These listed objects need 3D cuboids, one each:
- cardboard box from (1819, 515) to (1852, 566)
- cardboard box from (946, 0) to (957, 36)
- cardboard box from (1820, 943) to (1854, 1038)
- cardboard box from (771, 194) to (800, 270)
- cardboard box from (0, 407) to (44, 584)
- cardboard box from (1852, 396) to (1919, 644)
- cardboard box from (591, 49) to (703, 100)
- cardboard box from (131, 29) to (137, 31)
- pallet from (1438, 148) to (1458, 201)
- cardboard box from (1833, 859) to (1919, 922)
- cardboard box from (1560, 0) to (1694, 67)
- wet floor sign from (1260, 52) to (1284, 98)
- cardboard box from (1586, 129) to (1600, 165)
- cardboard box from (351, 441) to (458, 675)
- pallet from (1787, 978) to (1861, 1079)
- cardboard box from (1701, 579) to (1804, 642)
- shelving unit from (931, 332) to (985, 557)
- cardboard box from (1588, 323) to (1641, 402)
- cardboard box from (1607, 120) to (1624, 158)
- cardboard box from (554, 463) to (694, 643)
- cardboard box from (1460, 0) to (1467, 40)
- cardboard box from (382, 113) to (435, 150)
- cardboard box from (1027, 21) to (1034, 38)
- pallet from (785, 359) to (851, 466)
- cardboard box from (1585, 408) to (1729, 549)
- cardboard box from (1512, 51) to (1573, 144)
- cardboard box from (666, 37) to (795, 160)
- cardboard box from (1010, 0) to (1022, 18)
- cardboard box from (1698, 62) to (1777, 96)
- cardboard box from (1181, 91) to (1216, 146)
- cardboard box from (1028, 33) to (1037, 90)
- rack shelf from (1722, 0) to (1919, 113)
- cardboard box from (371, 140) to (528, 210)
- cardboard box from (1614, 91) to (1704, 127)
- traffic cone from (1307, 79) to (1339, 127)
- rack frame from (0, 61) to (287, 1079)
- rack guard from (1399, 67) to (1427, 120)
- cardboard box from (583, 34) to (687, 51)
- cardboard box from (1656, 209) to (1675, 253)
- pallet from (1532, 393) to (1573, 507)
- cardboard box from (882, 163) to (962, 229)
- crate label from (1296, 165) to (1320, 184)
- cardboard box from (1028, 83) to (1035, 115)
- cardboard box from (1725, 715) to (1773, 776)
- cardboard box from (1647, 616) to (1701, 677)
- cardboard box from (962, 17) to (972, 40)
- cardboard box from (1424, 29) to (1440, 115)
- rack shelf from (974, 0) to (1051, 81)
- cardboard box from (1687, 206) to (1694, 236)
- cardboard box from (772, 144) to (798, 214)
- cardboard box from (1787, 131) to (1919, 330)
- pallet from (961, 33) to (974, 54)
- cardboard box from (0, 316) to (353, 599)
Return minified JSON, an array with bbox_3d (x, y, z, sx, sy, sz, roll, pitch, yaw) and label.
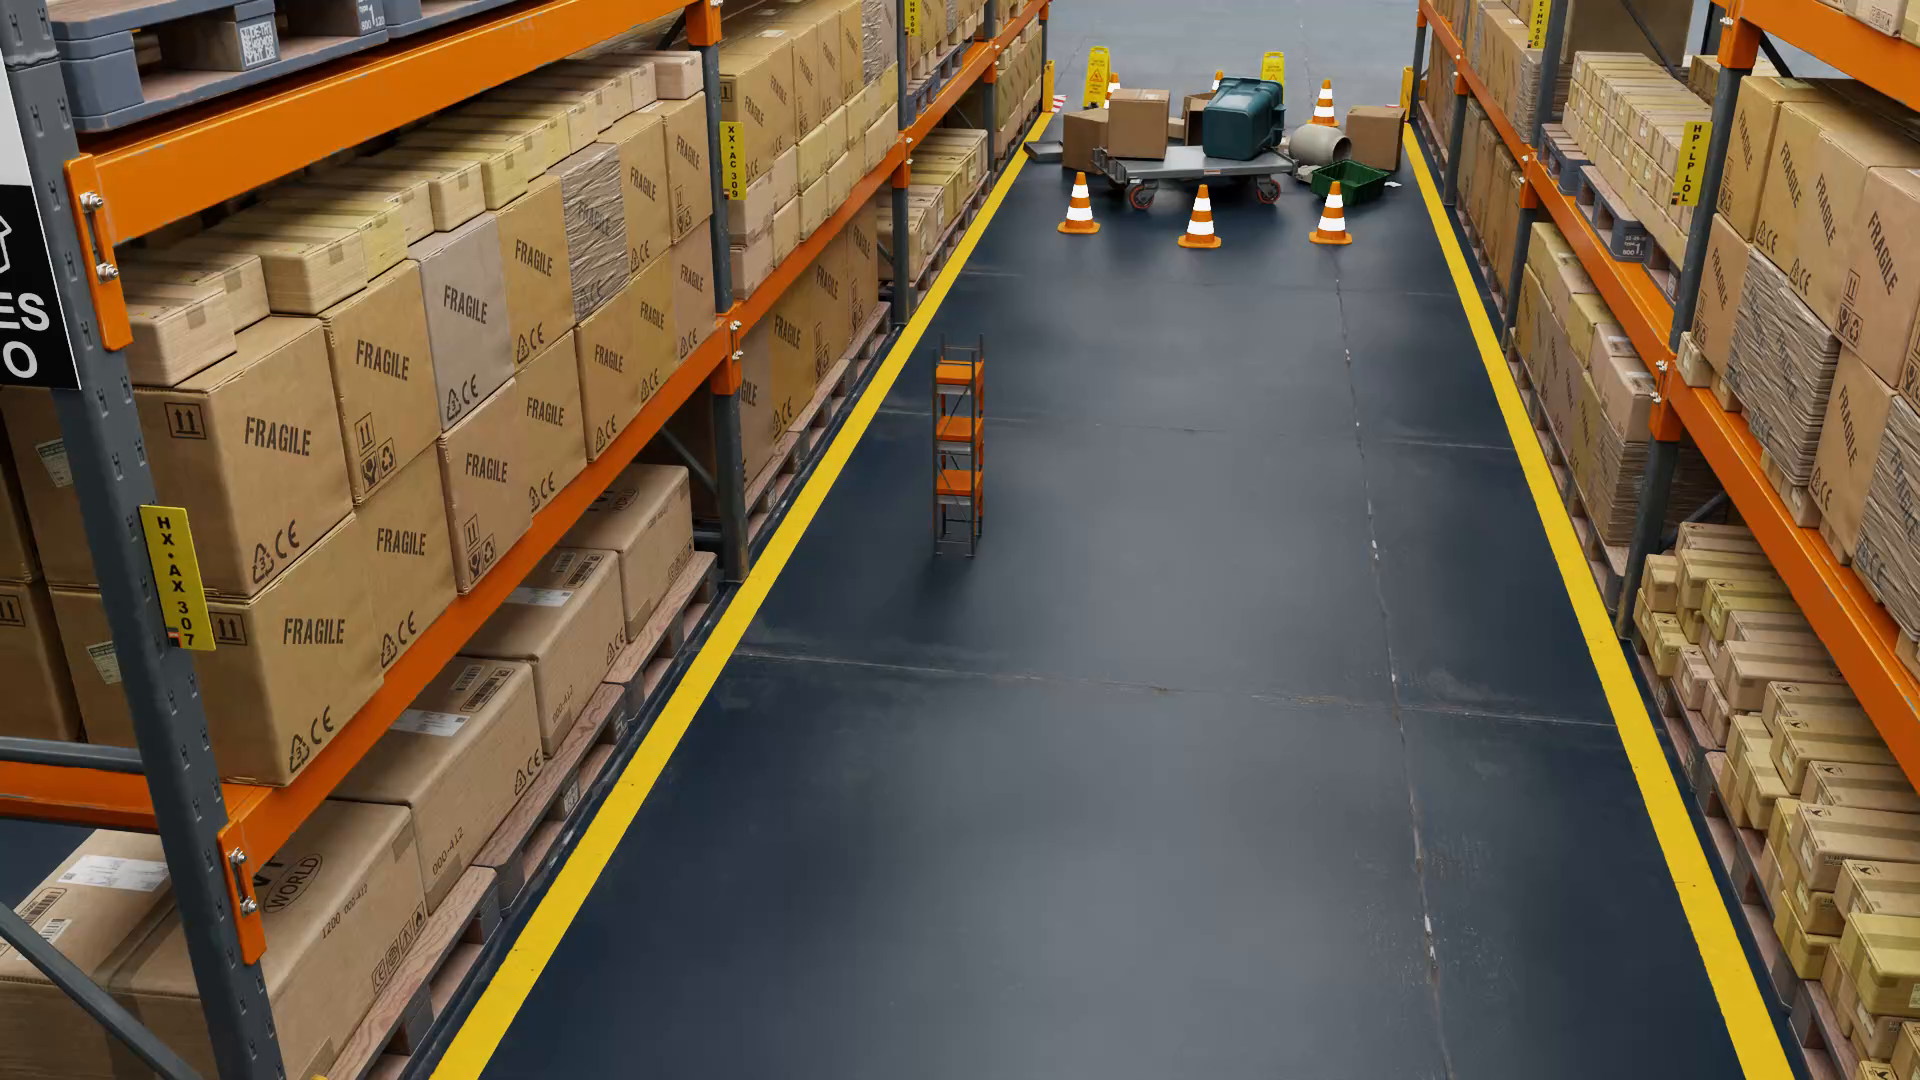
[{"bbox_3d":[2.863,-0.025,5.062,0.380,0.149,0.250,5,26,10],"label":"cardboard box"},{"bbox_3d":[-0.299,-4.070,12.442,0.500,0.500,0.500,3,25,7],"label":"cardboard box"},{"bbox_3d":[2.722,1.312,4.776,0.380,0.149,0.250,4,25,9],"label":"cardboard box"},{"bbox_3d":[-1.087,-1.519,8.134,0.500,0.250,0.500,3,25,7],"label":"cardboard box"},{"bbox_3d":[-2.312,-0.248,3.944,0.500,0.500,0.500,5,26,10],"label":"cardboard box"},{"bbox_3d":[2.726,-0.045,4.338,0.500,0.500,0.500,4,25,9],"label":"cardboard box"},{"bbox_3d":[-1.239,-1.846,6.593,0.380,0.149,0.250,4,25,7],"label":"cardboard box"},{"bbox_3d":[-5.947,-3.586,11.959,0.500,0.250,0.500,5,25,10],"label":"cardboard box"},{"bbox_3d":[4.906,-3.300,15.050,1.003,0.211,1.213,4,25,9],"label":"pallet"},{"bbox_3d":[2.700,1.039,4.657,0.380,0.149,0.250,3,25,6],"label":"cardboard box"},{"bbox_3d":[4.134,-3.262,10.384,0.700,0.500,0.500,4,25,8],"label":"cardboard box"},{"bbox_3d":[3.410,-5.006,18.184,0.267,0.644,0.232,0,25,-1],"label":"wet floor sign"},{"bbox_3d":[3.649,-2.142,9.089,0.380,0.149,0.250,5,26,11],"label":"cardboard box"},{"bbox_3d":[-1.739,0.028,4.533,0.500,0.500,0.500,4,25,8],"label":"cardboard box"},{"bbox_3d":[2.924,1.663,4.449,1.003,0.211,1.213,4,25,9],"label":"pallet"},{"bbox_3d":[3.040,0.277,6.285,0.380,0.149,0.250,4,25,8],"label":"cardboard box"},{"bbox_3d":[-0.009,-0.453,7.980,0.215,1.050,0.252,4,25,9],"label":"shelving unit"},{"bbox_3d":[3.367,-0.845,8.085,0.500,0.250,0.500,5,26,11],"label":"cardboard box"},{"bbox_3d":[3.565,-2.061,8.565,0.380,0.149,0.250,4,25,8],"label":"cardboard box"},{"bbox_3d":[-1.711,0.021,7.195,0.875,0.438,0.875,4,25,8],"label":"cardboard box"},{"bbox_3d":[4.753,-4.473,14.091,0.875,0.550,0.550,4,25,9],"label":"cardboard box"},{"bbox_3d":[-1.970,-1.345,5.523,0.380,0.149,0.250,4,25,8],"label":"cardboard box"},{"bbox_3d":[0.547,-5.186,16.889,0.380,0.149,0.250,4,25,9],"label":"cardboard box"},{"bbox_3d":[-1.254,-0.782,9.671,1.003,0.211,1.213,4,25,9],"label":"pallet"},{"bbox_3d":[3.270,-0.289,7.783,0.500,0.500,0.500,4,25,8],"label":"cardboard box"},{"bbox_3d":[3.860,-2.829,10.638,0.500,0.500,0.500,4,25,9],"label":"cardboard box"},{"bbox_3d":[-1.091,-2.082,7.862,0.500,0.500,0.500,4,25,8],"label":"cardboard box"},{"bbox_3d":[0.391,-5.081,15.863,0.380,0.149,0.250,4,25,9],"label":"cardboard box"},{"bbox_3d":[4.380,-2.581,9.326,0.380,0.149,0.250,4,25,8],"label":"cardboard box"},{"bbox_3d":[2.669,-4.183,16.593,0.797,0.503,0.637,-14,29,-27],"label":"cardboard box"},{"bbox_3d":[0.503,-4.937,17.122,0.500,0.500,0.500,5,26,10],"label":"cardboard box"},{"bbox_3d":[3.070,-1.100,4.373,1.077,0.370,4.000,4,25,9],"label":"rack shelf"},{"bbox_3d":[-1.530,-1.099,4.997,0.380,0.149,0.250,3,25,7],"label":"cardboard box"},{"bbox_3d":[3.571,-2.193,8.497,0.380,0.149,0.250,5,26,10],"label":"cardboard box"},{"bbox_3d":[3.871,-4.650,17.639,0.336,0.463,0.334,4,25,9],"label":"traffic cone"},{"bbox_3d":[-2.156,0.468,3.712,1.000,3.000,0.127,4,25,9],"label":"rack frame"},{"bbox_3d":[5.362,-4.801,17.917,1.175,0.500,0.348,4,25,9],"label":"rack guard"},{"bbox_3d":[-1.600,-2.124,7.952,0.500,0.500,0.500,5,25,10],"label":"cardboard box"},{"bbox_3d":[3.351,-1.373,7.446,0.380,0.149,0.250,4,25,8],"label":"cardboard box"},{"bbox_3d":[3.720,-0.479,9.024,1.003,0.211,1.213,4,25,9],"label":"pallet"},{"bbox_3d":[-0.505,-2.739,13.168,0.950,0.372,0.625,5,26,10],"label":"cardboard box"},{"bbox_3d":[3.233,-3.344,15.233,0.298,0.136,0.250,-14,29,-27],"label":"crate label"},{"bbox_3d":[0.499,-4.596,17.278,0.500,0.250,0.500,4,25,9],"label":"cardboard box"},{"bbox_3d":[2.846,0.735,5.657,0.380,0.149,0.250,4,25,8],"label":"cardboard box"},{"bbox_3d":[2.977,0.438,6.643,0.380,0.149,0.250,5,26,10],"label":"cardboard box"},{"bbox_3d":[-0.112,-4.067,13.201,0.380,0.149,0.250,4,25,9],"label":"cardboard box"},{"bbox_3d":[5.313,-4.863,17.111,0.875,0.875,0.875,4,25,9],"label":"cardboard box"},{"bbox_3d":[0.132,-5.061,16.373,1.077,0.370,4.000,4,25,9],"label":"rack shelf"},{"bbox_3d":[3.268,-1.295,6.929,0.380,0.149,0.250,5,26,10],"label":"cardboard box"},{"bbox_3d":[-1.095,-1.748,8.033,0.500,0.250,0.500,4,25,9],"label":"cardboard box"},{"bbox_3d":[2.901,-0.939,5.069,0.500,0.500,0.500,4,25,9],"label":"cardboard box"},{"bbox_3d":[-0.464,-4.154,13.813,1.003,0.211,1.213,4,25,9],"label":"pallet"},{"bbox_3d":[-1.797,-0.211,3.865,0.500,0.500,0.500,3,25,7],"label":"cardboard box"}]
